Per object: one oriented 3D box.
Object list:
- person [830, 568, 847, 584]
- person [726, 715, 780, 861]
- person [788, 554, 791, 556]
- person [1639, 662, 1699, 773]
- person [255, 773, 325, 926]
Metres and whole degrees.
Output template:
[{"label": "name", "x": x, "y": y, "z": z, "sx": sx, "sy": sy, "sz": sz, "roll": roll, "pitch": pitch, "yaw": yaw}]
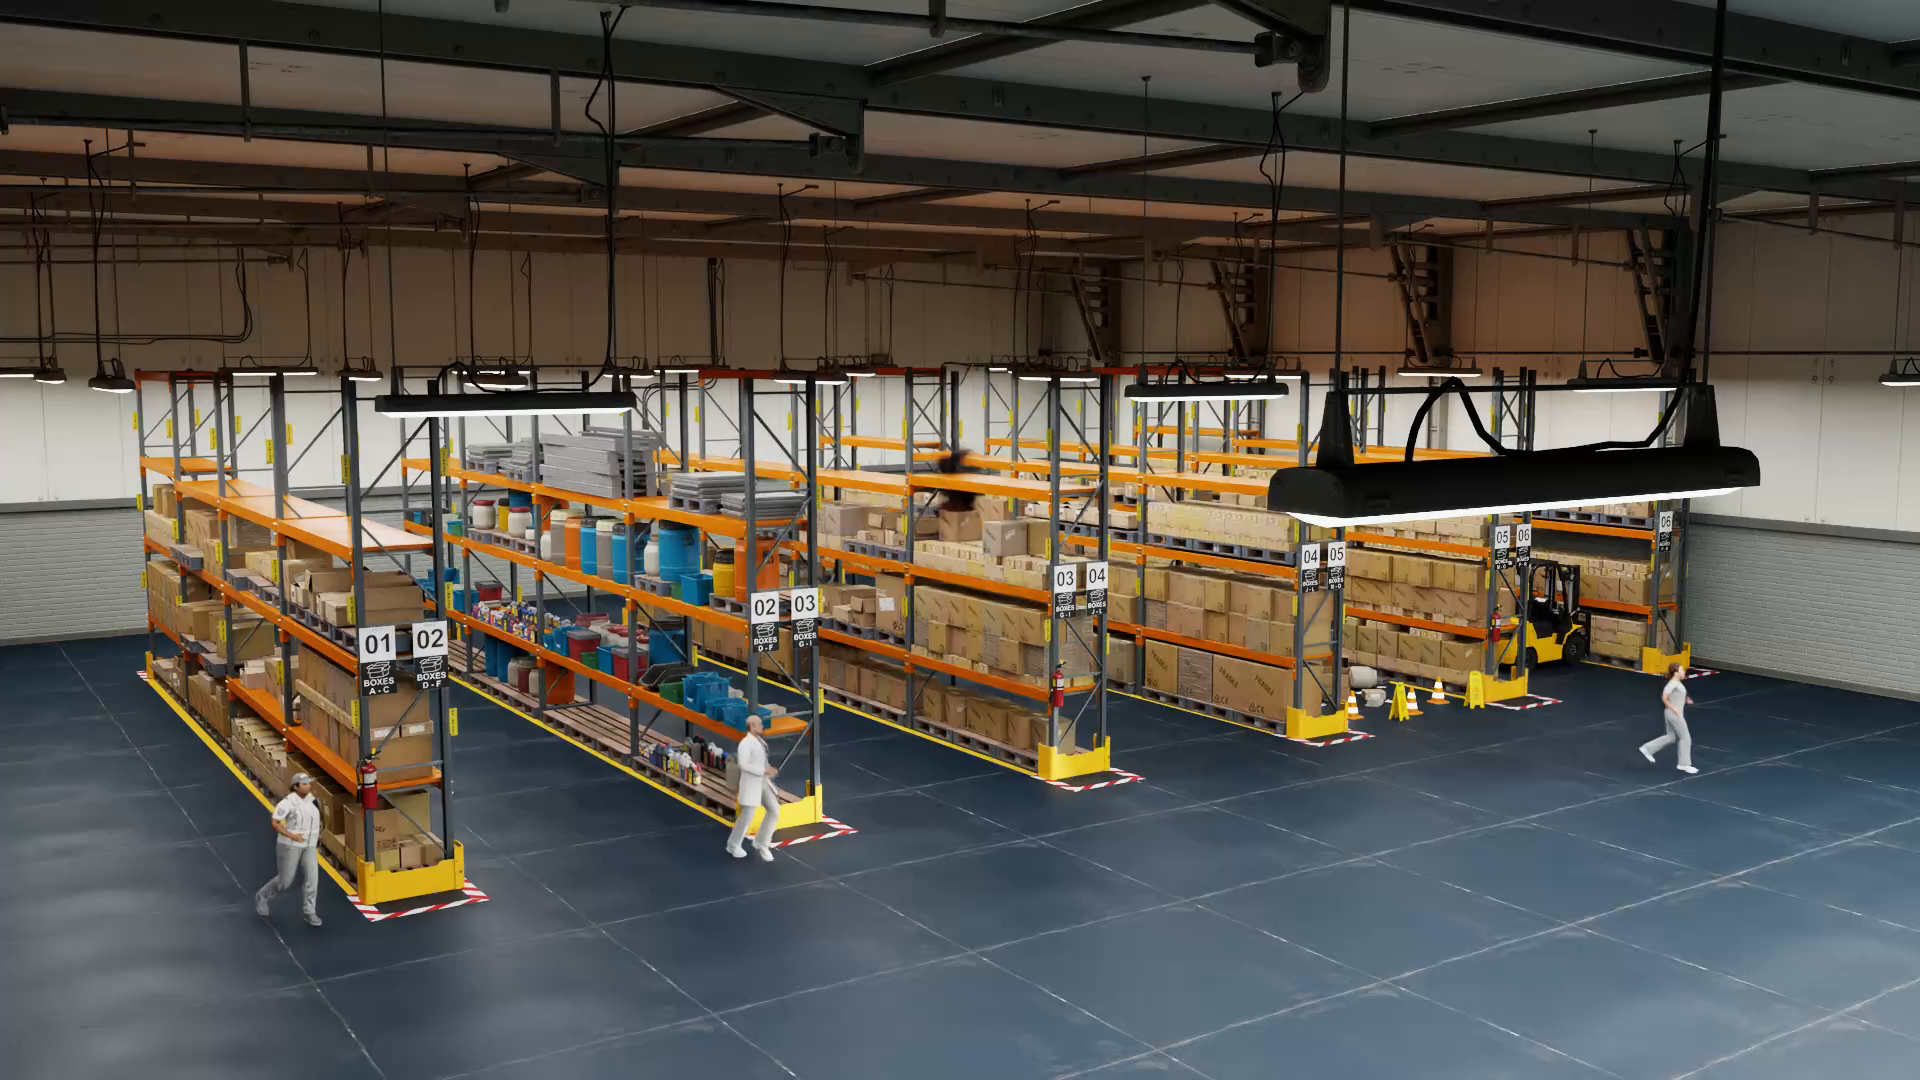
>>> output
[{"label": "person", "x": -2.689, "y": 1.336, "z": 37.336, "sx": 0.556, "sy": 1.604, "sz": 0.657, "roll": -4, "pitch": 8, "yaw": -31}, {"label": "person", "x": -2.567, "y": 3.107, "z": 20.945, "sx": 0.685, "sy": 1.812, "sz": 0.765, "roll": 2, "pitch": 7, "yaw": 21}, {"label": "person", "x": -4.014, "y": 1.106, "z": 39.172, "sx": 0.582, "sy": 1.628, "sz": 0.548, "roll": -5, "pitch": 8, "yaw": -37}, {"label": "person", "x": 10.773, "y": 2.670, "z": 25.207, "sx": 0.851, "sy": 1.673, "sz": 0.561, "roll": 2, "pitch": 7, "yaw": 18}, {"label": "person", "x": -7.388, "y": 3.422, "z": 18.610, "sx": 0.910, "sy": 1.632, "sz": 0.684, "roll": 4, "pitch": 7, "yaw": 29}]
